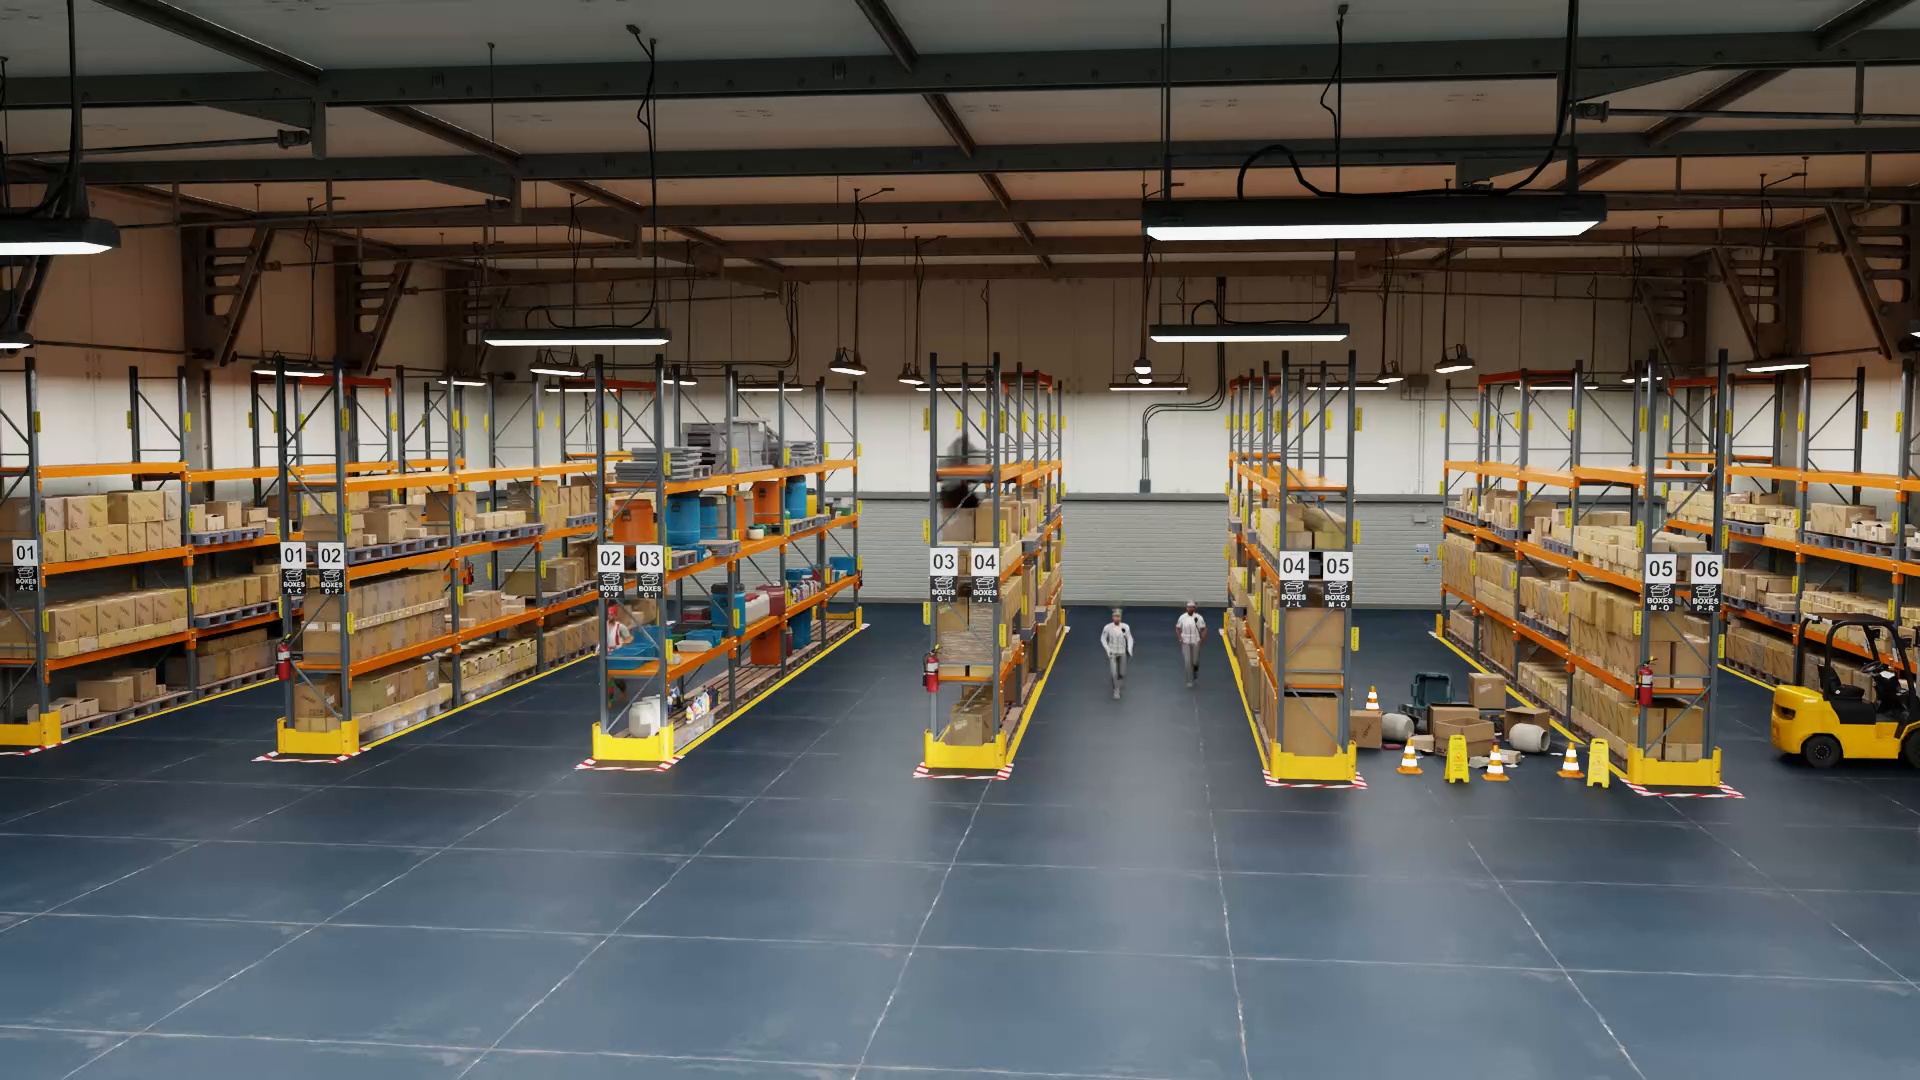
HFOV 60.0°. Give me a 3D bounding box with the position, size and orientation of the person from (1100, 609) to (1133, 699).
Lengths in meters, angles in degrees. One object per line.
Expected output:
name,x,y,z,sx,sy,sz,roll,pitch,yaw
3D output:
person,2.856,2.051,30.316,0.598,1.646,0.583,0,4,0

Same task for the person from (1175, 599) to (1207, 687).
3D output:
person,4.385,1.943,31.569,0.598,1.651,0.597,1,4,9

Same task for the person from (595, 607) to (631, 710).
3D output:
person,-6.107,2.054,29.185,0.664,1.776,0.753,1,4,7
